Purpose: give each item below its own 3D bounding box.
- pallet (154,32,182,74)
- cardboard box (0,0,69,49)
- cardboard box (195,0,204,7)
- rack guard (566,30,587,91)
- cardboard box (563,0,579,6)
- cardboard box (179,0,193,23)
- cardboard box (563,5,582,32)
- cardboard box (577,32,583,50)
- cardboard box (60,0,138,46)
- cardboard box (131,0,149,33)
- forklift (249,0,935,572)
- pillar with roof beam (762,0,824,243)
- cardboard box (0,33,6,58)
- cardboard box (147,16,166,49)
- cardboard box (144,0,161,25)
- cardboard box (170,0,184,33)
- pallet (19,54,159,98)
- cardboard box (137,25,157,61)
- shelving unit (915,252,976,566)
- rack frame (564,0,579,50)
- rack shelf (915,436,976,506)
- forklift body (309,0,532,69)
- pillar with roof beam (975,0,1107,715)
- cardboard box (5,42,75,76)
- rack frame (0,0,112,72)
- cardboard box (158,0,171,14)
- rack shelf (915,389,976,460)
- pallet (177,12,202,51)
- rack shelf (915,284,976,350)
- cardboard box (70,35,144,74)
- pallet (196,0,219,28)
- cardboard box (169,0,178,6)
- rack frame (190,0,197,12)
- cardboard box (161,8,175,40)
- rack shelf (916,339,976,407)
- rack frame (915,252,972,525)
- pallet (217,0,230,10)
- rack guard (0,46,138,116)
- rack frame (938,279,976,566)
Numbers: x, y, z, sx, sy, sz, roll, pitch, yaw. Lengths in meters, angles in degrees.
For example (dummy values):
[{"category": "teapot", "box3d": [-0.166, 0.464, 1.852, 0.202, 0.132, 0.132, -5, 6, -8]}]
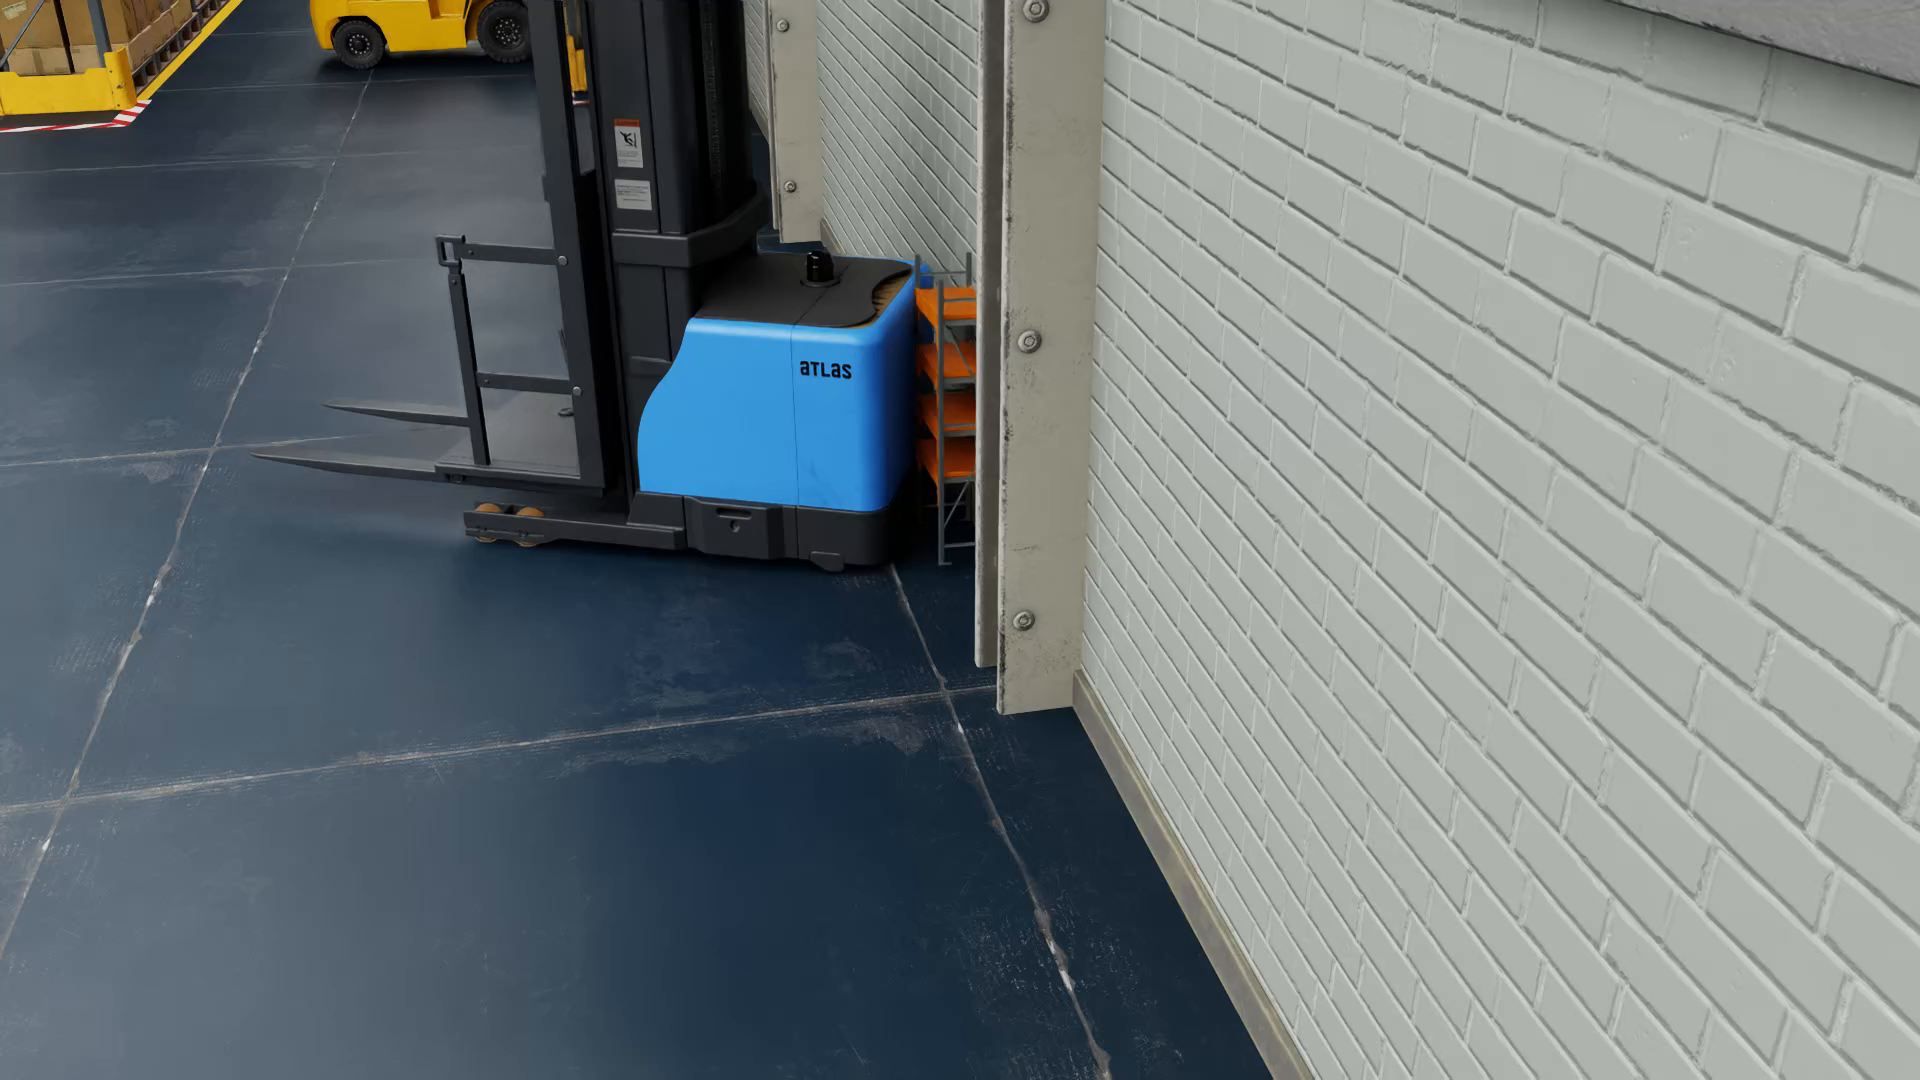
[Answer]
[{"category": "pallet", "box3d": [-8.448, -4.859, 16.642, 1.003, 0.211, 1.213, -6, 27, -12]}, {"category": "cardboard box", "box3d": [-8.445, -4.795, 15.175, 0.500, 0.500, 0.500, -6, 27, -11]}, {"category": "cardboard box", "box3d": [-9.033, -6.176, 18.607, 0.950, 0.372, 0.625, -6, 27, -11]}, {"category": "rack guard", "box3d": [-3.170, -4.555, 15.719, 1.175, 0.500, 0.348, -6, 27, -12]}, {"category": "cardboard box", "box3d": [-3.583, -5.258, 15.814, 0.500, 0.250, 0.500, -5, 27, -10]}, {"category": "cardboard box", "box3d": [-8.517, -5.659, 17.718, 0.500, 0.250, 0.500, -5, 27, -9]}, {"category": "cardboard box", "box3d": [-3.590, -5.046, 15.949, 0.500, 0.250, 0.500, -6, 27, -12]}, {"category": "cardboard box", "box3d": [-3.589, -4.815, 16.046, 0.500, 0.250, 0.500, -6, 27, -11]}, {"category": "cardboard box", "box3d": [-7.929, -4.863, 15.308, 0.500, 0.500, 0.500, -7, 28, -13]}, {"category": "cardboard box", "box3d": [-8.051, -5.092, 15.762, 0.500, 0.500, 0.500, -7, 28, -14]}, {"category": "forklift", "box3d": [-1.673, -1.504, 6.976, 3.031, 2.935, 1.130, 6, 27, 11]}, {"category": "pillar with roof beam", "box3d": [-5.296, -5.685, 8.527, 9.100, 9.000, 0.400, -6, 27, -12]}, {"category": "cardboard box", "box3d": [-9.996, -5.208, 17.011, 0.500, 0.500, 0.500, 13, 30, 24]}, {"category": "cardboard box", "box3d": [-8.166, -4.981, 16.374, 0.500, 0.250, 0.500, -4, 27, -8]}, {"category": "cardboard box", "box3d": [-8.156, -5.313, 16.200, 0.500, 0.500, 0.500, -5, 27, -11]}, {"category": "cardboard box", "box3d": [-8.387, -5.426, 17.257, 0.500, 0.250, 0.500, -7, 28, -13]}, {"category": "pallet", "box3d": [-8.176, -4.324, 15.583, 1.003, 0.211, 1.213, -6, 27, -12]}, {"category": "cardboard box", "box3d": [-8.031, -4.742, 15.902, 0.500, 0.250, 0.500, -5, 27, -10]}, {"category": "shelving unit", "box3d": [-0.020, -0.551, 6.945, 0.258, 1.200, 0.503, -4, 22, -11]}, {"category": "rack frame", "box3d": [-3.176, -5.681, 15.176, 1.000, 3.000, 0.127, -6, 27, -12]}, {"category": "rack shelf", "box3d": [-0.020, -0.303, 7.042, 0.258, 0.148, 0.480, -4, 22, -11]}, {"category": "forklift body", "box3d": [-5.380, -5.949, 16.650, 2.313, 2.155, 1.214, -6, 27, -12]}, {"category": "pillar with roof beam", "box3d": [-3.944, -3.051, 3.308, 9.100, 9.000, 0.400, -6, 27, -12]}, {"category": "cardboard box", "box3d": [-8.460, -4.473, 15.369, 0.500, 0.250, 0.500, -6, 27, -12]}, {"category": "rack frame", "box3d": [-8.011, -5.175, 14.175, 1.000, 3.000, 0.127, -6, 27, -12]}, {"category": "cardboard box", "box3d": [-8.285, -5.547, 16.663, 0.500, 0.500, 0.500, -5, 27, -9]}, {"category": "rack shelf", "box3d": [-0.020, -0.488, 6.969, 0.258, 0.148, 0.480, -4, 22, -11]}, {"category": "pallet", "box3d": [-8.726, -5.395, 17.705, 1.003, 0.211, 1.213, -6, 27, -12]}, {"category": "rack shelf", "box3d": [-0.020, -0.916, 6.801, 0.258, 0.148, 0.480, -4, 22, -11]}, {"category": "cardboard box", "box3d": [-7.923, -4.517, 15.457, 0.500, 0.250, 0.500, -6, 27, -12]}, {"category": "pallet", "box3d": [-9.089, -6.028, 18.959, 1.003, 0.211, 1.213, -6, 27, -12]}, {"category": "cardboard box", "box3d": [-8.401, -5.770, 17.107, 0.500, 0.500, 0.500, -5, 27, -11]}, {"category": "rack frame", "box3d": [-8.912, -6.931, 17.654, 1.000, 3.000, 0.127, -6, 27, -12]}, {"category": "cardboard box", "box3d": [-8.277, -5.203, 16.814, 0.500, 0.250, 0.500, -6, 27, -11]}, {"category": "rack shelf", "box3d": [-0.020, -0.696, 6.888, 0.258, 0.148, 0.480, -4, 22, -11]}, {"category": "rack frame", "box3d": [-0.071, -0.638, 7.167, 0.240, 1.200, 0.015, -4, 22, -11]}, {"category": "pallet", "box3d": [-9.367, -6.565, 20.022, 1.003, 0.211, 1.213, -6, 27, -12]}, {"category": "rack guard", "box3d": [-8.028, -4.093, 14.804, 1.175, 0.500, 0.348, -6, 27, -12]}, {"category": "rack frame", "box3d": [0.031, -0.463, 6.723, 0.240, 1.200, 0.015, -4, 22, -11]}]
